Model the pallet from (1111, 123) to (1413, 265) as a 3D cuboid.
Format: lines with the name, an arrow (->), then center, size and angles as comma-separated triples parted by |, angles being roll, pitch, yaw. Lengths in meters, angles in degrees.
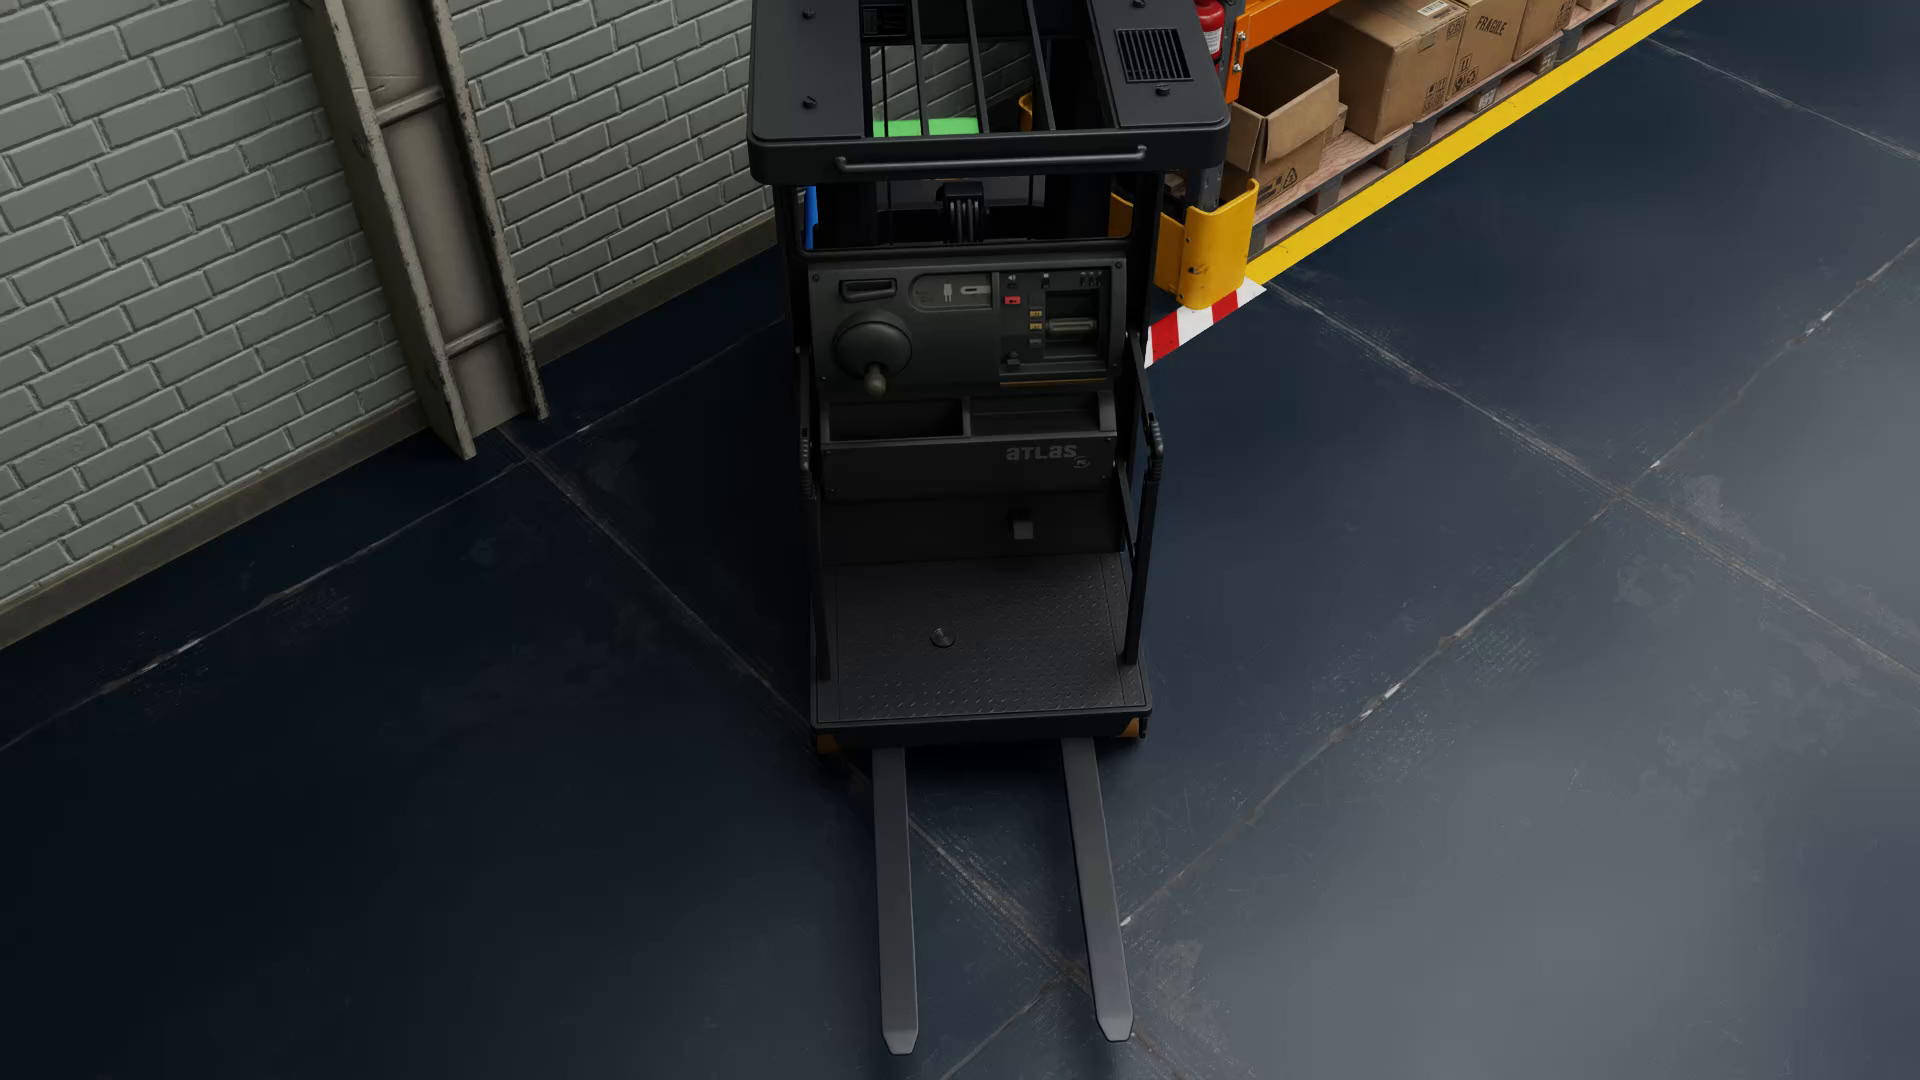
pallet -> 1.342, -1.839, 7.804 | 1.213, 0.211, 1.003 | -34, 56, -27

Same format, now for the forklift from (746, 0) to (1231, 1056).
forklift -> 0.041, -0.536, 4.750 | 1.130, 2.935, 3.031 | -3, 47, -3

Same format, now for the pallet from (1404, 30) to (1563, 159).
pallet -> 2.245, -2.439, 8.357 | 1.213, 0.211, 1.003 | -34, 56, -27

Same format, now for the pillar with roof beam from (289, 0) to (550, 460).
pillar with roof beam -> 0.992, -1.203, 1.237 | 0.400, 9.000, 9.100 | -34, 56, -27

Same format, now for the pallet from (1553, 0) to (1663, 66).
pallet -> 3.148, -3.046, 8.917 | 1.213, 0.211, 1.003 | -34, 56, -27

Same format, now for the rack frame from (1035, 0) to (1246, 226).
rack frame -> 0.697, -2.353, 6.380 | 0.127, 3.000, 1.000 | -34, 56, -27

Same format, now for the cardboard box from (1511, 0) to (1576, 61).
cardboard box -> 2.640, -2.813, 8.220 | 0.500, 0.500, 0.700 | -36, 57, -28

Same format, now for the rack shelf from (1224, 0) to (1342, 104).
rack shelf -> 2.177, -3.098, 7.557 | 4.000, 0.370, 1.077 | -34, 56, -27

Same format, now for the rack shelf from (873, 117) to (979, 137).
rack shelf -> -0.157, -1.448, 6.203 | 0.480, 0.148, 0.258 | -3, 47, -3

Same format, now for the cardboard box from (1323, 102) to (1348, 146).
cardboard box -> 1.554, -1.968, 7.679 | 0.250, 0.149, 0.380 | -36, 57, -28

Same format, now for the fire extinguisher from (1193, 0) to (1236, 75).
fire extinguisher -> 0.899, -1.876, 6.246 | 0.183, 0.674, 0.296 | -34, 56, -27

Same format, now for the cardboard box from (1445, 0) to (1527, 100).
cardboard box -> 2.330, -2.507, 7.937 | 0.500, 0.500, 0.500 | -33, 55, -27

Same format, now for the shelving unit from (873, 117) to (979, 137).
shelving unit -> -0.157, -1.166, 6.509 | 0.503, 1.200, 0.258 | -3, 47, -3

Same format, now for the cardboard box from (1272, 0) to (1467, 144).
cardboard box -> 1.872, -2.300, 7.746 | 0.500, 0.500, 0.700 | -32, 55, -26

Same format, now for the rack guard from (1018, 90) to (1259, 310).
rack guard -> 0.753, -1.543, 7.333 | 0.348, 0.500, 1.175 | -34, 56, -27

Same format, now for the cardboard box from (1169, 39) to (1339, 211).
cardboard box -> 1.213, -1.899, 7.374 | 0.637, 0.503, 0.797 | -36, 57, -28

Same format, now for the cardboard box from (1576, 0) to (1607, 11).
cardboard box -> 3.178, -2.934, 8.491 | 0.258, 0.266, 0.396 | -32, 55, -26
